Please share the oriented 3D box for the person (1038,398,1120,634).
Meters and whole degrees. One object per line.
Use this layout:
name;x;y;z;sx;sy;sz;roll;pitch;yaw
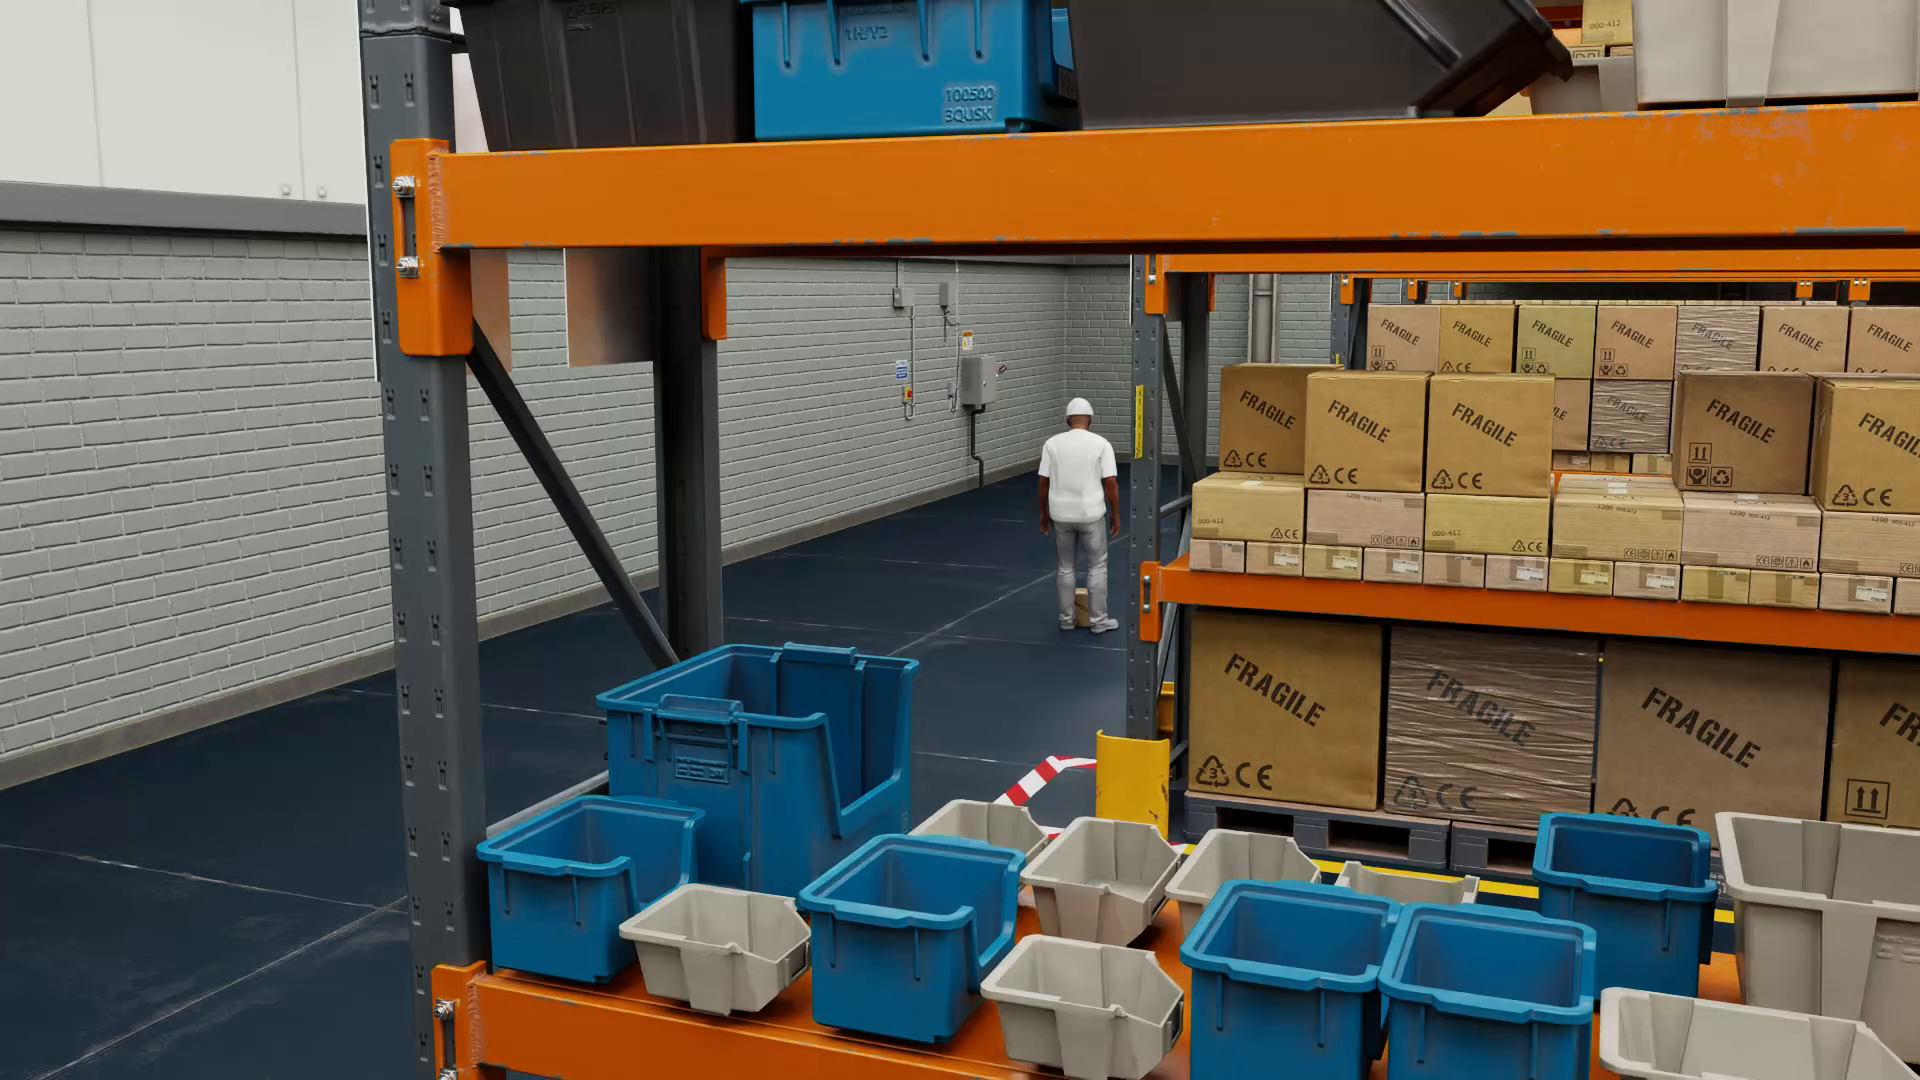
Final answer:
person;0.901;-0.190;12.544;0.627;1.759;0.462;3;9;18
